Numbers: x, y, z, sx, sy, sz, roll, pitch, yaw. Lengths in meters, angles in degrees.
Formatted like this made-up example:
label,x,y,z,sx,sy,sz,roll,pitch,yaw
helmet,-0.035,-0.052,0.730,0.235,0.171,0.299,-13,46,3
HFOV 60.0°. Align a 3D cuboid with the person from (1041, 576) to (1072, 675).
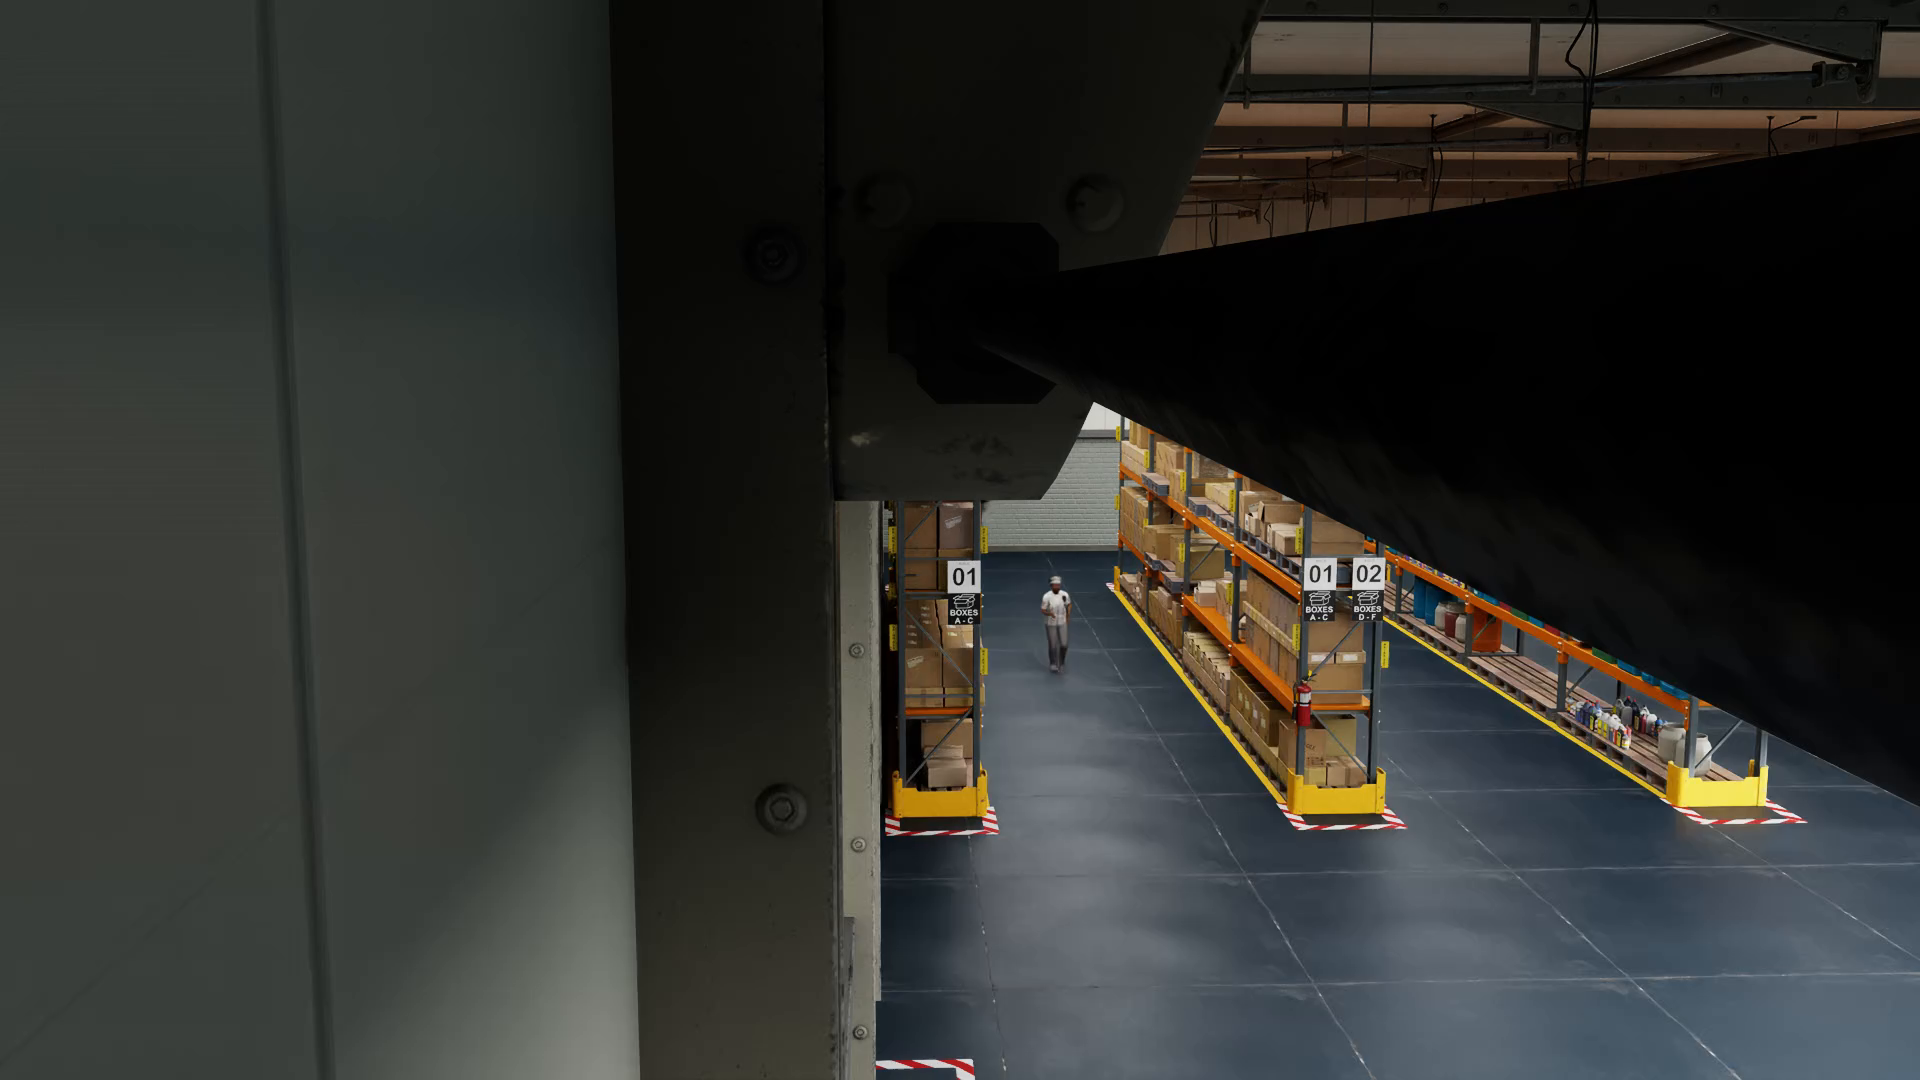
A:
label,x,y,z,sx,sy,sz,roll,pitch,yaw
person,1.649,1.453,28.225,0.549,1.708,0.676,-1,8,-4
